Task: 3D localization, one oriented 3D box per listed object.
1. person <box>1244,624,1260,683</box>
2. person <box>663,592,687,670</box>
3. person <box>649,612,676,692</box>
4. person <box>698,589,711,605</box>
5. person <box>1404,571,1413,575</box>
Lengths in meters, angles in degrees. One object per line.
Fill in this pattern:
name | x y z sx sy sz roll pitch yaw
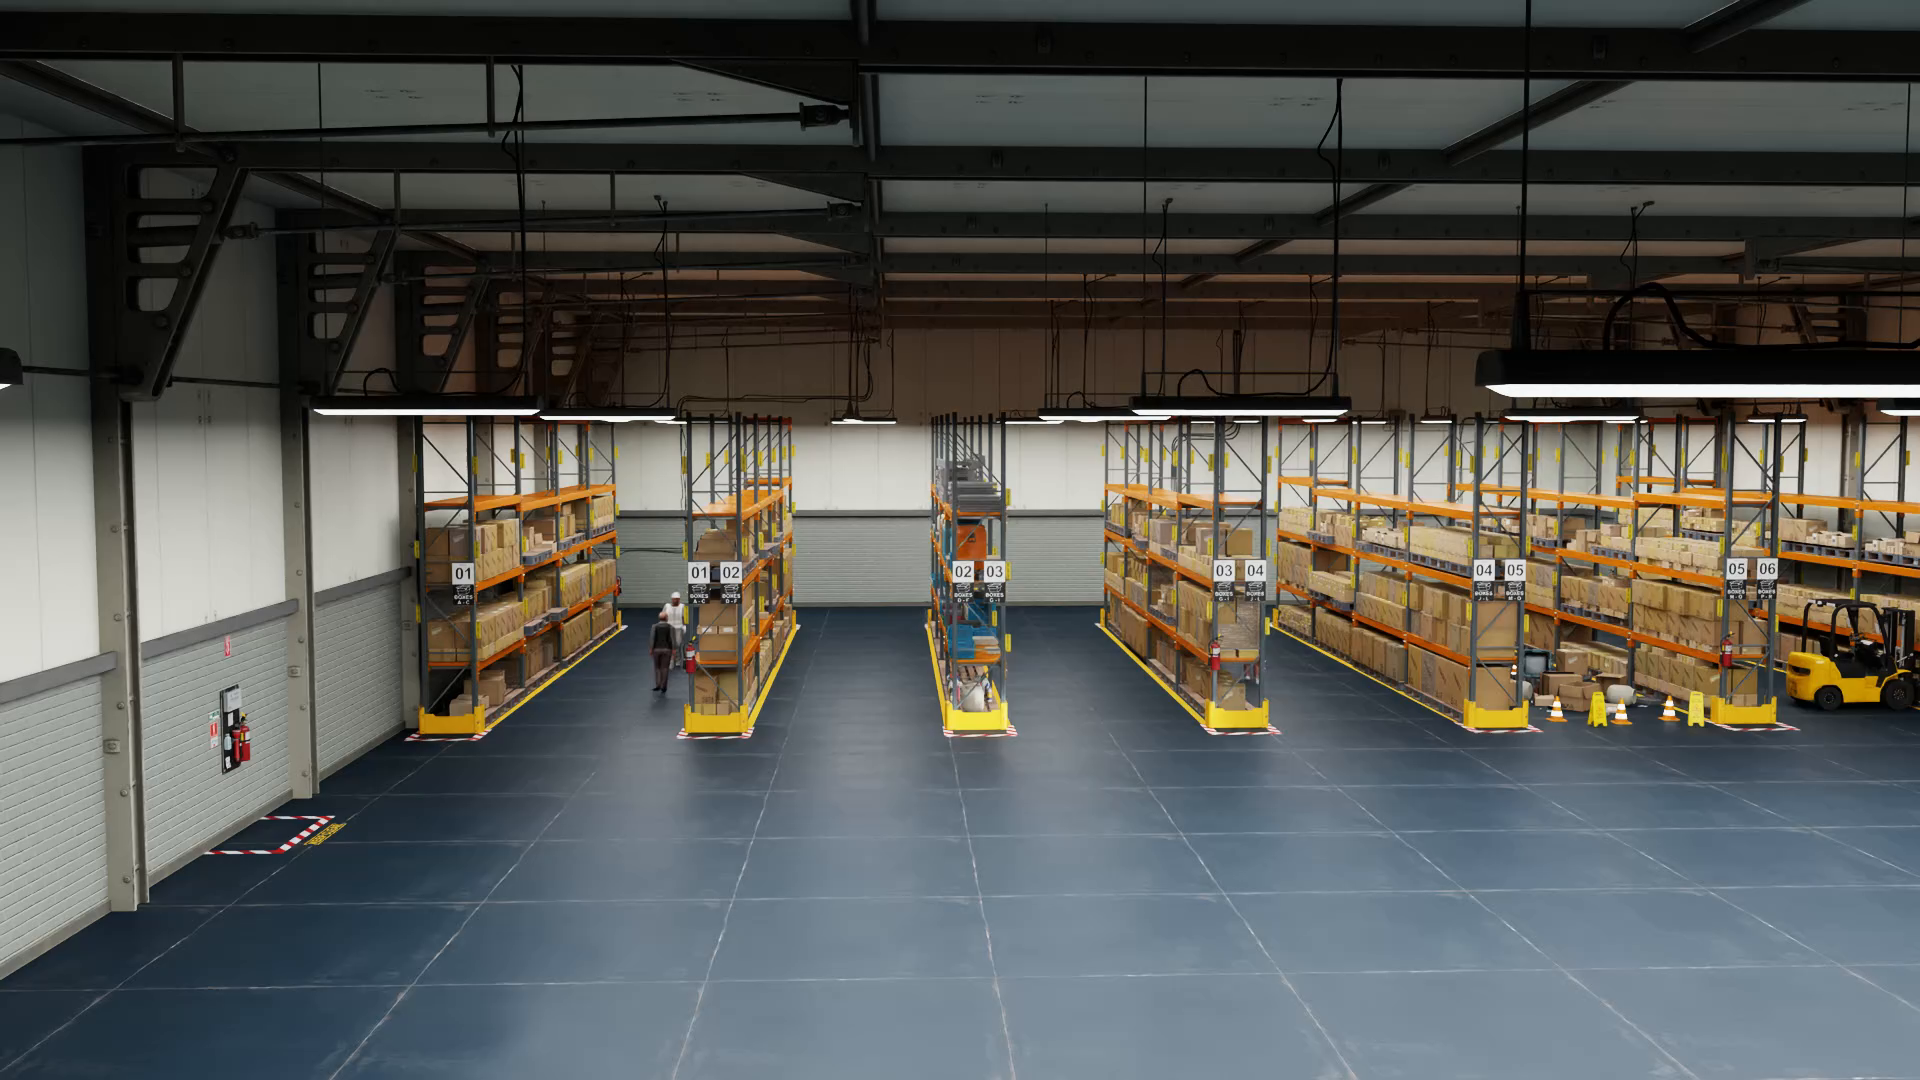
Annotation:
person | 6.503 2.347 37.248 0.461 1.632 0.905 1 4 7
person | -6.770 2.154 39.528 0.576 1.801 0.685 -1 4 -17
person | -6.428 2.443 35.998 0.578 1.768 0.613 0 4 -5
person | -6.838 1.856 45.128 0.582 1.604 0.704 0 4 7
person | 12.291 1.750 45.585 0.555 1.787 0.492 -3 5 -36
